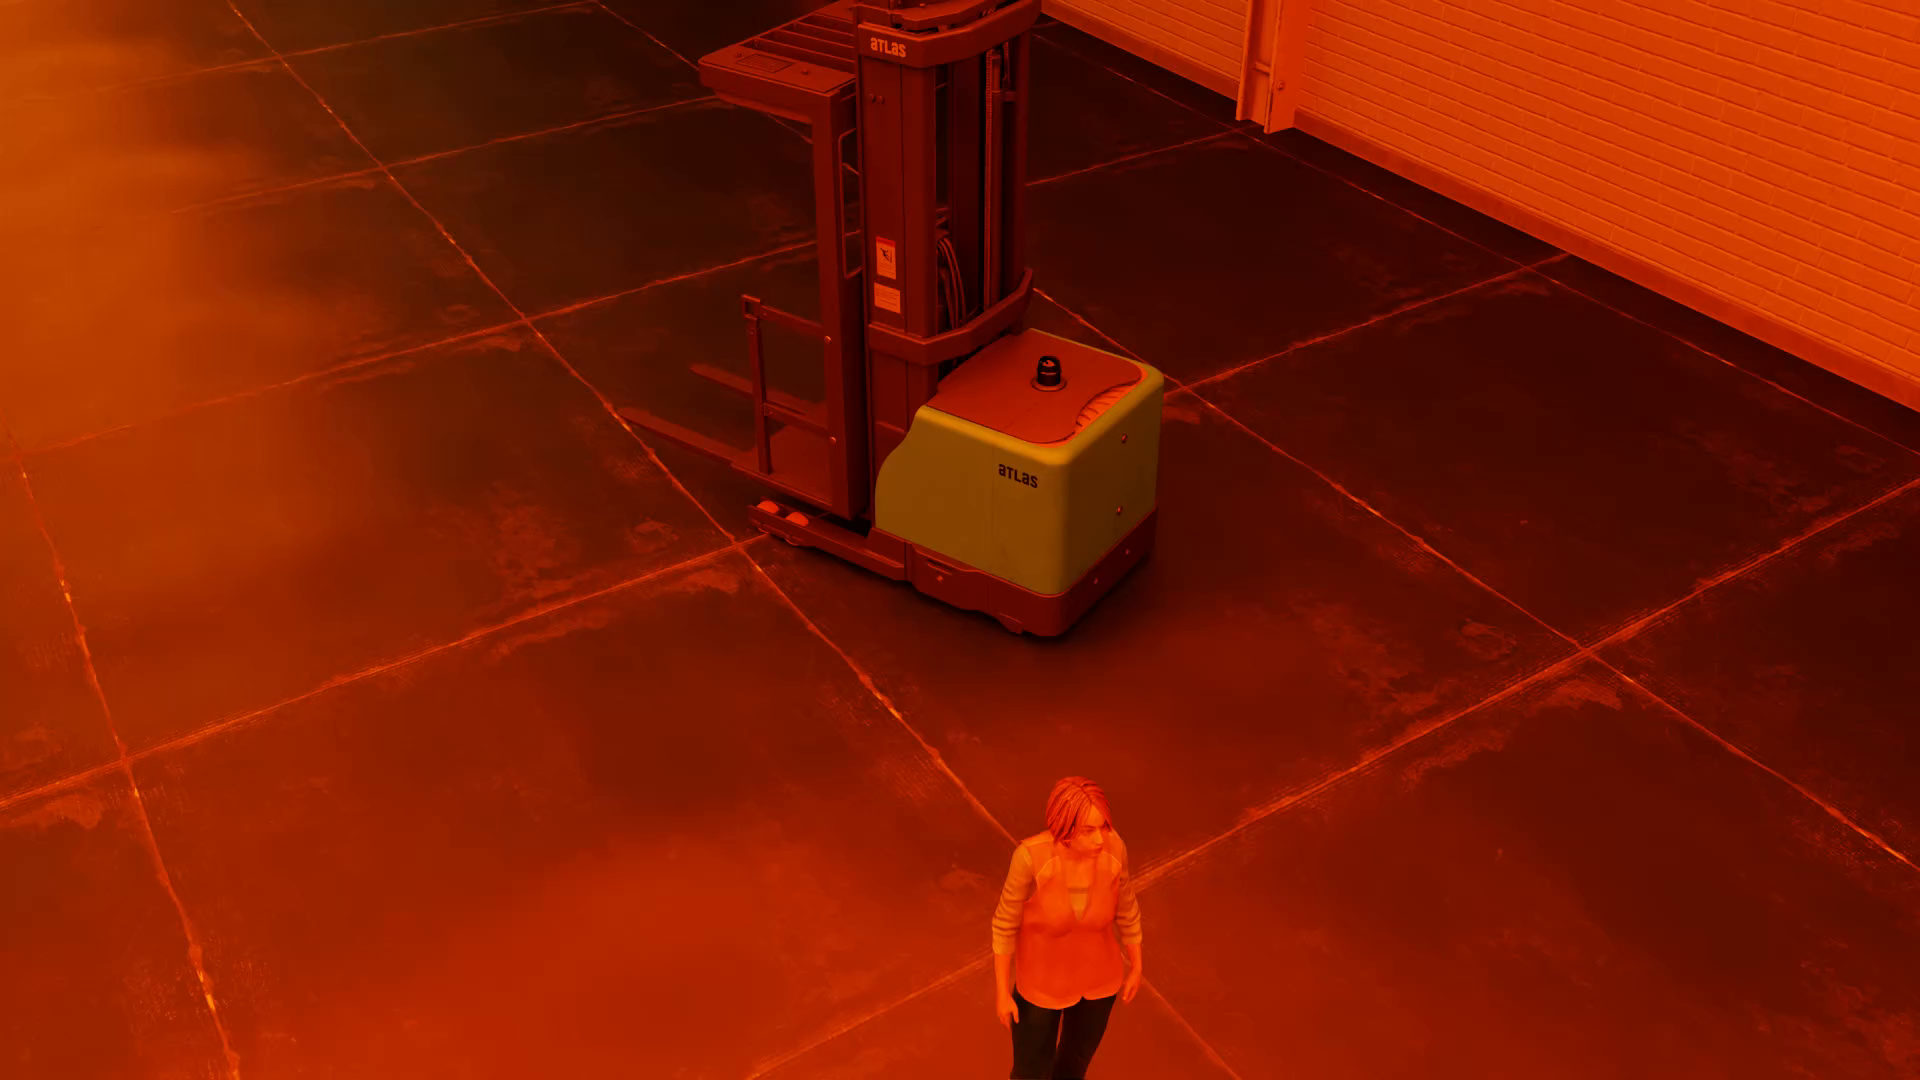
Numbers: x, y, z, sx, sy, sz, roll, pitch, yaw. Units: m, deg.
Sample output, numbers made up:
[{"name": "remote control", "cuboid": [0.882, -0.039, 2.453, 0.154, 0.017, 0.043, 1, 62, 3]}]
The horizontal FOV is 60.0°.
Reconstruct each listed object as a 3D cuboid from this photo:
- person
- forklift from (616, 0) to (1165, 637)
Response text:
[{"name": "person", "cuboid": [0.354, 1.445, 5.240, 0.517, 1.599, 0.472, -10, 36, -14]}, {"name": "forklift", "cuboid": [-0.500, -1.399, 8.138, 3.031, 2.935, 1.130, 22, 41, 28]}]
